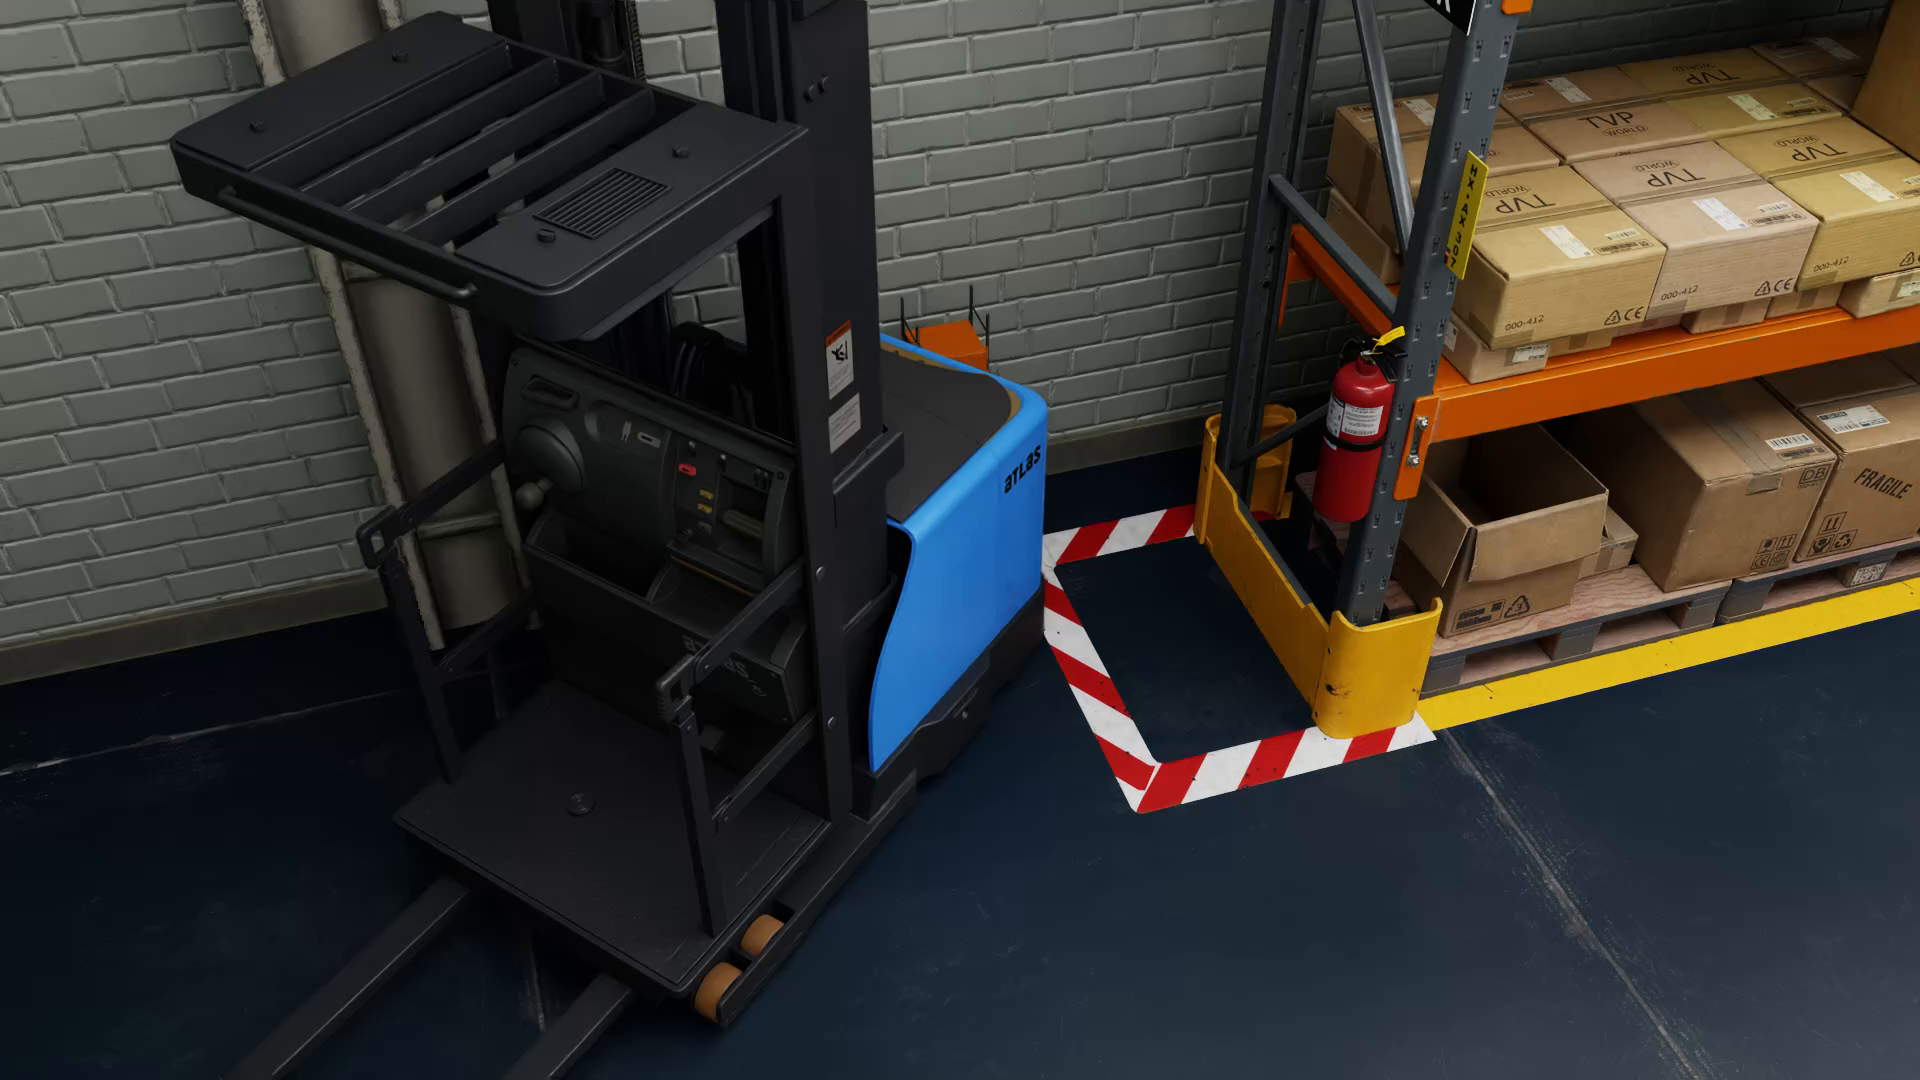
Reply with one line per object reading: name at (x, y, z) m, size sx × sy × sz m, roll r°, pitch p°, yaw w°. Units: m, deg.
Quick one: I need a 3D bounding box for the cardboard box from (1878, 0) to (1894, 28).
cardboard box at (3.446, -1.846, 5.401) m, size 0.500 × 0.500 × 0.500 m, roll -13°, pitch 43°, yaw -14°

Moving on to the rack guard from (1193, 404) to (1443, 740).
rack guard at (1.204, 0.082, 5.777) m, size 0.348 × 0.500 × 1.175 m, roll -12°, pitch 42°, yaw -13°

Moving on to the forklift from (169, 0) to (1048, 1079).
forklift at (-0.932, -0.103, 4.140) m, size 1.130 × 2.935 × 3.031 m, roll 23°, pitch 46°, yaw 24°

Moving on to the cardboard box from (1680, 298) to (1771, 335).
cardboard box at (2.256, -0.808, 5.085) m, size 0.250 × 0.149 × 0.380 m, roll -10°, pitch 42°, yaw -12°

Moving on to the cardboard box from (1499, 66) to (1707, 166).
cardboard box at (1.982, -1.259, 5.299) m, size 0.500 × 0.250 × 0.500 m, roll -12°, pitch 42°, yaw -13°

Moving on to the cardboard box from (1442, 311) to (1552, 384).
cardboard box at (1.527, -0.643, 4.897) m, size 0.250 × 0.149 × 0.380 m, roll -12°, pitch 43°, yaw -13°

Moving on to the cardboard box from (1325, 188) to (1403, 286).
cardboard box at (1.367, -0.984, 5.288) m, size 0.250 × 0.149 × 0.380 m, roll -12°, pitch 43°, yaw -14°

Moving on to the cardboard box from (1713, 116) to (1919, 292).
cardboard box at (2.608, -1.023, 5.029) m, size 0.500 × 0.250 × 0.500 m, roll -12°, pitch 43°, yaw -14°

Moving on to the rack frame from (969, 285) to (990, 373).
rack frame at (0.065, -0.409, 5.920) m, size 0.008 × 1.050 × 0.200 m, roll -12°, pitch 42°, yaw -13°

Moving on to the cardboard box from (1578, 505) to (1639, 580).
cardboard box at (2.160, -0.050, 5.875) m, size 0.250 × 0.149 × 0.380 m, roll -13°, pitch 43°, yaw -15°

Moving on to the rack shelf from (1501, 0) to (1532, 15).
rack shelf at (3.039, -2.099, 4.639) m, size 4.000 × 0.370 × 1.077 m, roll -12°, pitch 42°, yaw -13°

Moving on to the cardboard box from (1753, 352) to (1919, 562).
cardboard box at (3.104, -0.309, 5.905) m, size 0.500 × 0.500 × 0.500 m, roll -11°, pitch 42°, yaw -12°

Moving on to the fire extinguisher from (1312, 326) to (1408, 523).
fire extinguisher at (1.130, -0.356, 4.720) m, size 0.183 × 0.674 × 0.296 m, roll -12°, pitch 42°, yaw -13°

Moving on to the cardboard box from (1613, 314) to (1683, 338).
cardboard box at (1.996, -0.796, 5.072) m, size 0.250 × 0.149 × 0.380 m, roll -12°, pitch 43°, yaw -14°

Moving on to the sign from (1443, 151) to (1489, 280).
sign at (1.294, -0.830, 4.263) m, size 0.005 × 0.325 × 0.100 m, roll -12°, pitch 42°, yaw -13°

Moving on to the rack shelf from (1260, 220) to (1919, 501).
rack shelf at (3.039, -0.969, 5.626) m, size 4.000 × 0.370 × 1.077 m, roll -12°, pitch 42°, yaw -13°

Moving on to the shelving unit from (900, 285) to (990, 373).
shelving unit at (-0.051, -0.385, 5.892) m, size 0.252 × 1.050 × 0.215 m, roll -12°, pitch 42°, yaw -13°

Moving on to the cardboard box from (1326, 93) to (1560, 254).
cardboard box at (1.490, -1.158, 5.183) m, size 0.500 × 0.250 × 0.500 m, roll -11°, pitch 42°, yaw -12°

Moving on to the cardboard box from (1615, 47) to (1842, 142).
cardboard box at (2.456, -1.354, 5.408) m, size 0.500 × 0.250 × 0.500 m, roll -10°, pitch 42°, yaw -12°

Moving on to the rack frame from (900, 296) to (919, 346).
rack frame at (-0.167, -0.361, 5.865) m, size 0.008 × 1.050 × 0.200 m, roll -12°, pitch 42°, yaw -13°

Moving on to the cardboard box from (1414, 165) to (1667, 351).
cardboard box at (1.645, -0.821, 4.798) m, size 0.500 × 0.250 × 0.500 m, roll -11°, pitch 42°, yaw -13°

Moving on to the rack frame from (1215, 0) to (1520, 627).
rack frame at (1.131, -0.845, 4.937) m, size 0.127 × 3.000 × 1.000 m, roll -12°, pitch 42°, yaw -13°

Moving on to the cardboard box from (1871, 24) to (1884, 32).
cardboard box at (3.424, -1.558, 5.642) m, size 0.500 × 0.250 × 0.500 m, roll -11°, pitch 42°, yaw -12°

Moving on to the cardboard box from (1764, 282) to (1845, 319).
cardboard box at (2.507, -0.864, 5.150) m, size 0.250 × 0.149 × 0.380 m, roll -11°, pitch 42°, yaw -12°

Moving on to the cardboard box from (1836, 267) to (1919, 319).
cardboard box at (2.771, -0.866, 5.153) m, size 0.250 × 0.149 × 0.380 m, roll -13°, pitch 43°, yaw -14°

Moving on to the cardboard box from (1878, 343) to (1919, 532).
cardboard box at (3.560, -0.473, 6.092) m, size 0.500 × 0.500 × 0.700 m, roll -13°, pitch 43°, yaw -15°

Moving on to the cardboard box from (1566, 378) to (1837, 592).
cardboard box at (2.570, -0.268, 5.857) m, size 0.500 × 0.500 × 0.700 m, roll -10°, pitch 42°, yaw -11°

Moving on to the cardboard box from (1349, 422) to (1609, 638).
cardboard box at (1.743, -0.124, 5.691) m, size 0.637 × 0.503 × 0.797 m, roll -13°, pitch 43°, yaw -15°

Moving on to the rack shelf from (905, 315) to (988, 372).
rack shelf at (-0.051, -0.590, 5.713) m, size 0.240 × 0.259 × 0.215 m, roll -12°, pitch 42°, yaw -13°

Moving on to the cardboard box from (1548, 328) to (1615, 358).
cardboard box at (1.756, -0.722, 4.988) m, size 0.250 × 0.149 × 0.380 m, roll -11°, pitch 42°, yaw -12°

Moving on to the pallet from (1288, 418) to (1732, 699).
pallet at (1.964, 0.032, 6.053) m, size 1.213 × 0.211 × 1.003 m, roll -12°, pitch 42°, yaw -13°

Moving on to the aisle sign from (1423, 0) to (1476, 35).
aisle sign at (1.154, -1.626, 3.855) m, size 0.004 × 0.787 × 0.394 m, roll -12°, pitch 42°, yaw -13°

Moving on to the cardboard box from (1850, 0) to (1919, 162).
cardboard box at (3.075, -1.400, 4.891) m, size 0.500 × 0.500 × 0.500 m, roll -11°, pitch 42°, yaw -12°

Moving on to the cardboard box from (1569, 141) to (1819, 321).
cardboard box at (2.126, -0.921, 4.912) m, size 0.500 × 0.250 × 0.500 m, roll -11°, pitch 42°, yaw -13°

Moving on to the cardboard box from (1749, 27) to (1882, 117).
cardboard box at (2.955, -1.457, 5.526) m, size 0.500 × 0.250 × 0.500 m, roll -12°, pitch 43°, yaw -13°

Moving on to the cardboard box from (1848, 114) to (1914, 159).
cardboard box at (3.090, -1.137, 5.160) m, size 0.500 × 0.250 × 0.500 m, roll -13°, pitch 43°, yaw -14°

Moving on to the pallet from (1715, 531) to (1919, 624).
pallet at (3.125, -0.206, 6.326) m, size 1.213 × 0.211 × 1.003 m, roll -12°, pitch 42°, yaw -13°
